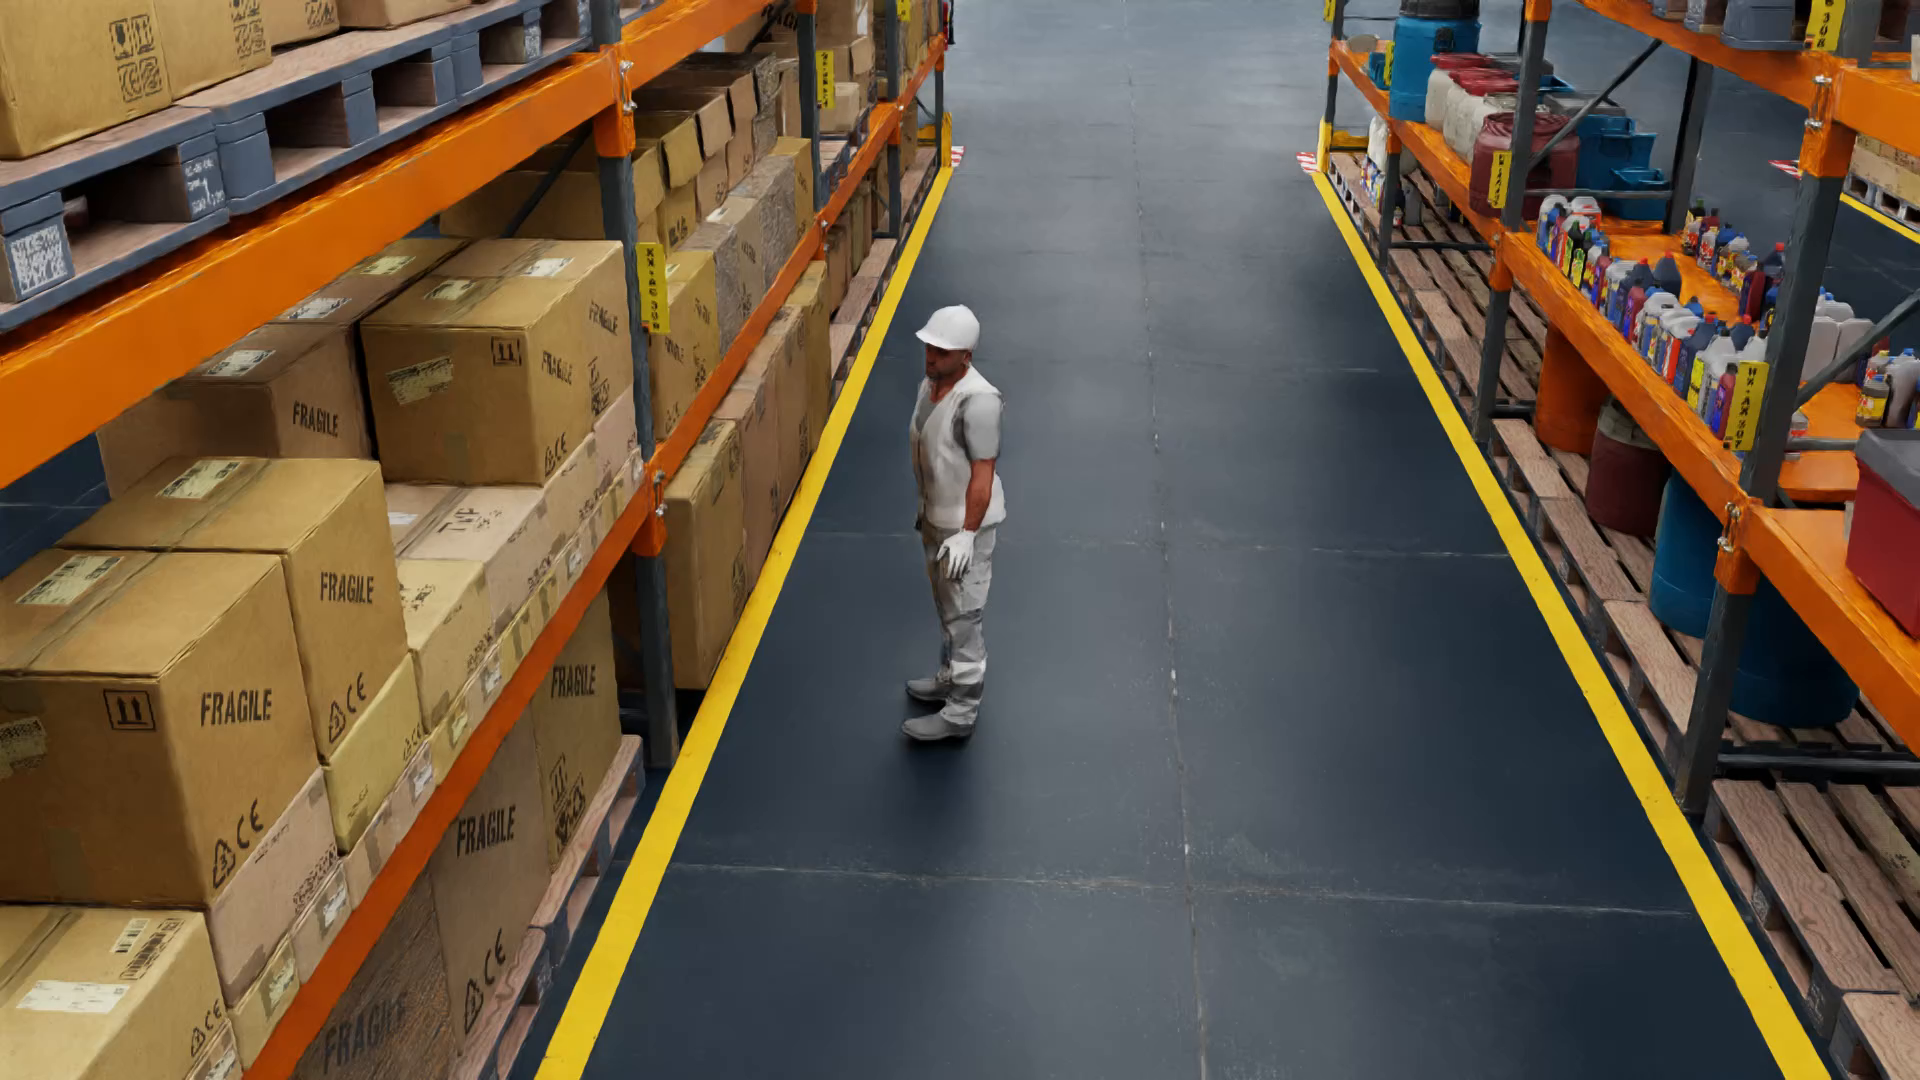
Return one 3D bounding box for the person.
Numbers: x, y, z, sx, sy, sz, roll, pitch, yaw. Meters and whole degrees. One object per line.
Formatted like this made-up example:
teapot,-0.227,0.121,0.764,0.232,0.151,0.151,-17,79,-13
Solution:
person,-0.073,-0.065,6.639,0.456,1.795,0.598,-10,26,-22
